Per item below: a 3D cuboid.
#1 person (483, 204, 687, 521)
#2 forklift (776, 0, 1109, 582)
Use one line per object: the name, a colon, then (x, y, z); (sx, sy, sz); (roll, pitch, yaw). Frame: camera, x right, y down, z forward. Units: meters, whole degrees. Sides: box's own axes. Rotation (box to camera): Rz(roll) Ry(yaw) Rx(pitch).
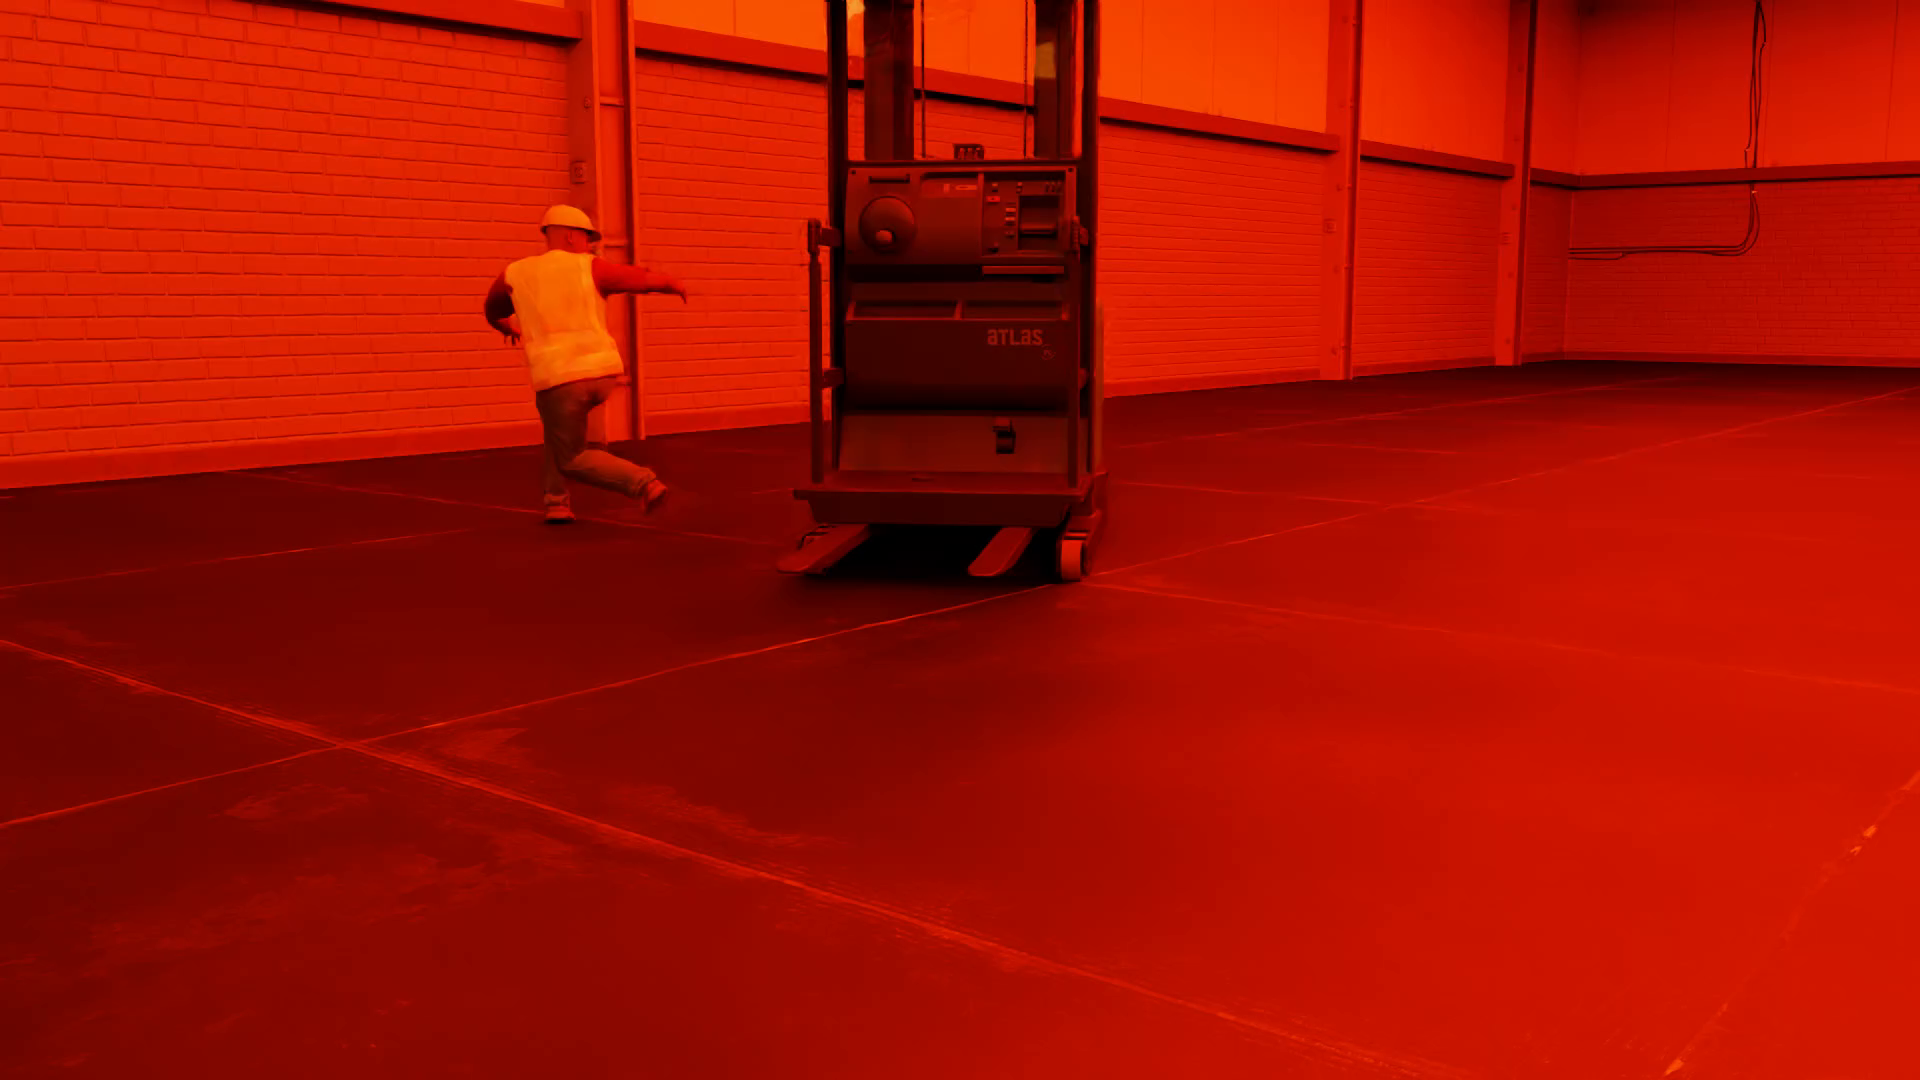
person: (-1.760, -0.827, 7.941); (0.911, 1.518, 1.155); (-5, 10, -31)
forklift: (-0.026, -1.343, 6.463); (1.130, 2.935, 3.031); (1, 8, 8)
